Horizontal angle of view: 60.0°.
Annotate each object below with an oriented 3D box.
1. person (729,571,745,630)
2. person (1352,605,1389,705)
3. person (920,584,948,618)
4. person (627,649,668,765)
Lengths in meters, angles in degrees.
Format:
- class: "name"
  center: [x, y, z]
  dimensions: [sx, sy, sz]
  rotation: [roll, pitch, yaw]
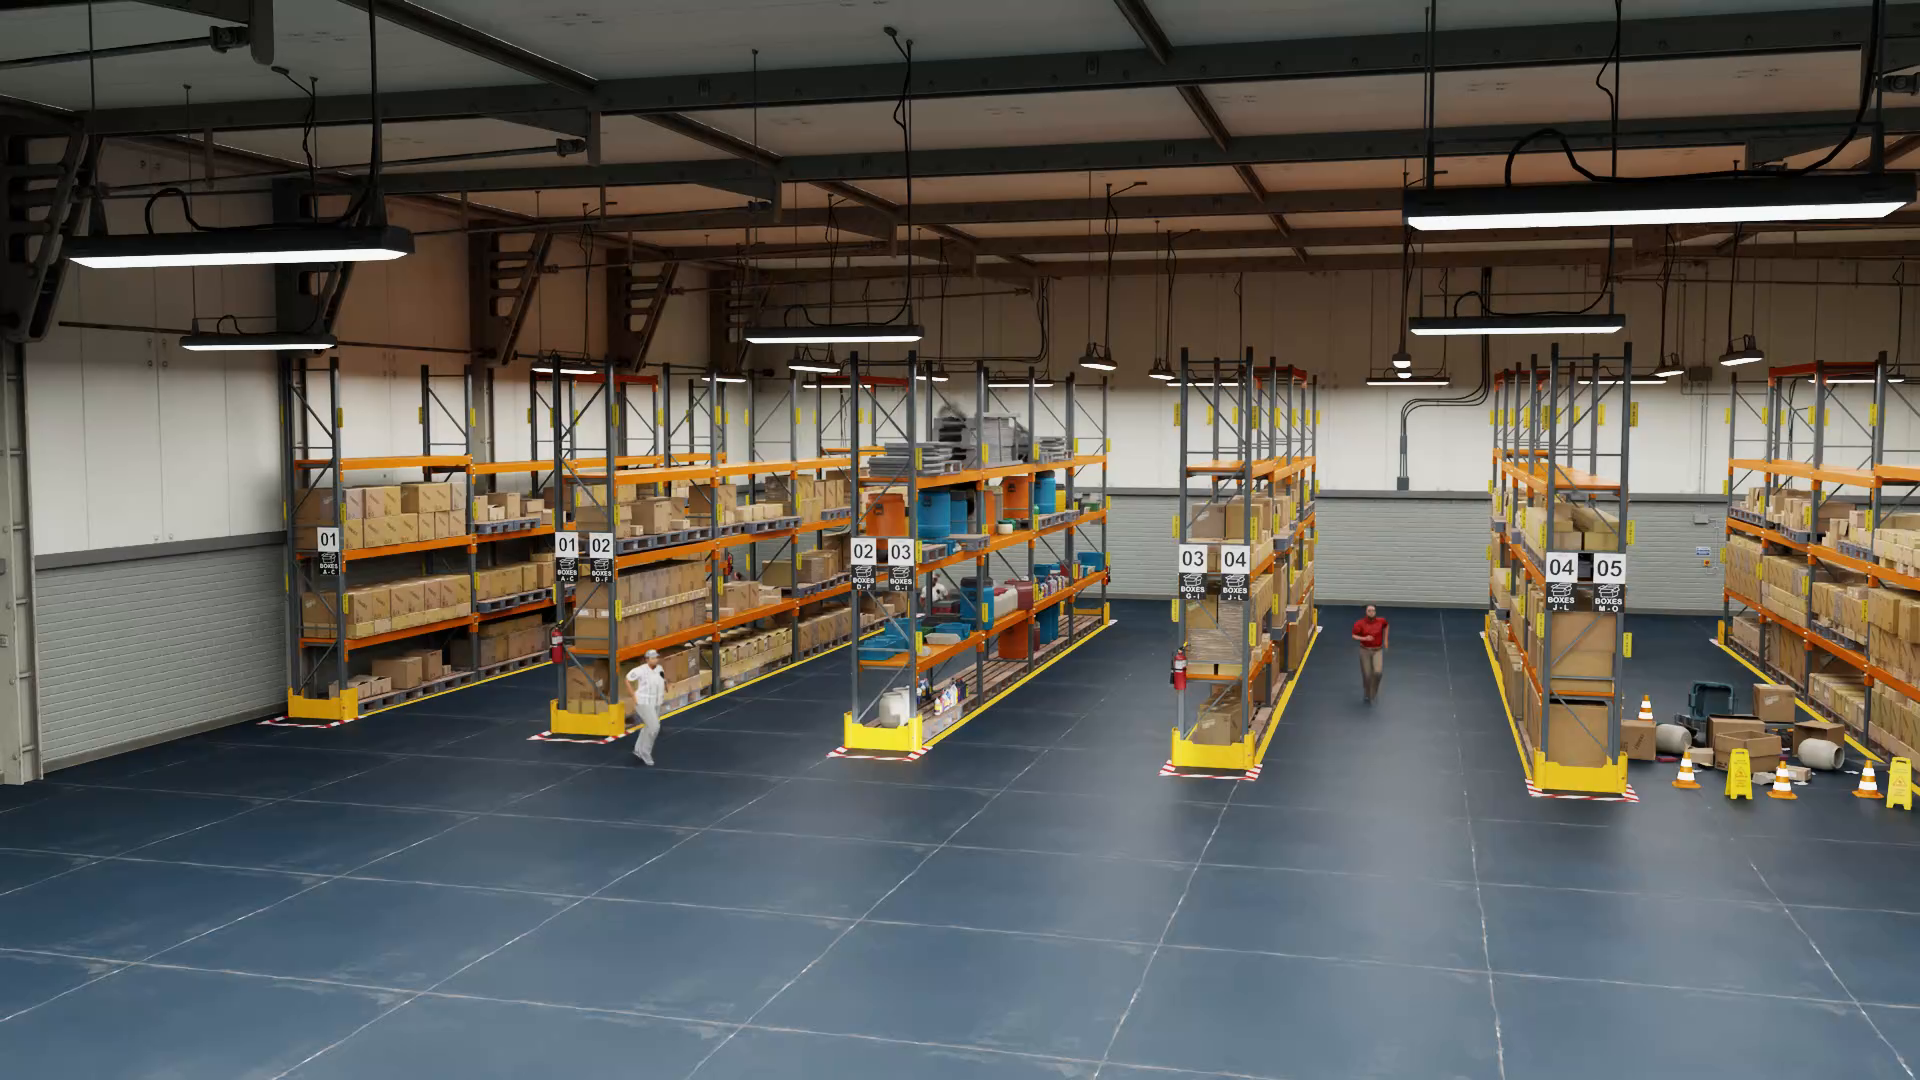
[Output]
- class: "person"
  center: [-4.946, 1.504, 36.740]
  dimensions: [0.496, 1.648, 0.728]
  rotation: [1, 4, 10]
- class: "person"
  center: [7.198, 2.035, 29.163]
  dimensions: [0.678, 1.817, 0.808]
  rotation: [0, 4, 5]
- class: "person"
  center: [-0.532, 1.579, 33.581]
  dimensions: [0.559, 1.434, 0.804]
  rotation: [1, 4, 12]
- class: "person"
  center: [-4.559, 2.423, 24.173]
  dimensions: [0.605, 1.704, 0.574]
  rotation: [3, 5, 36]
